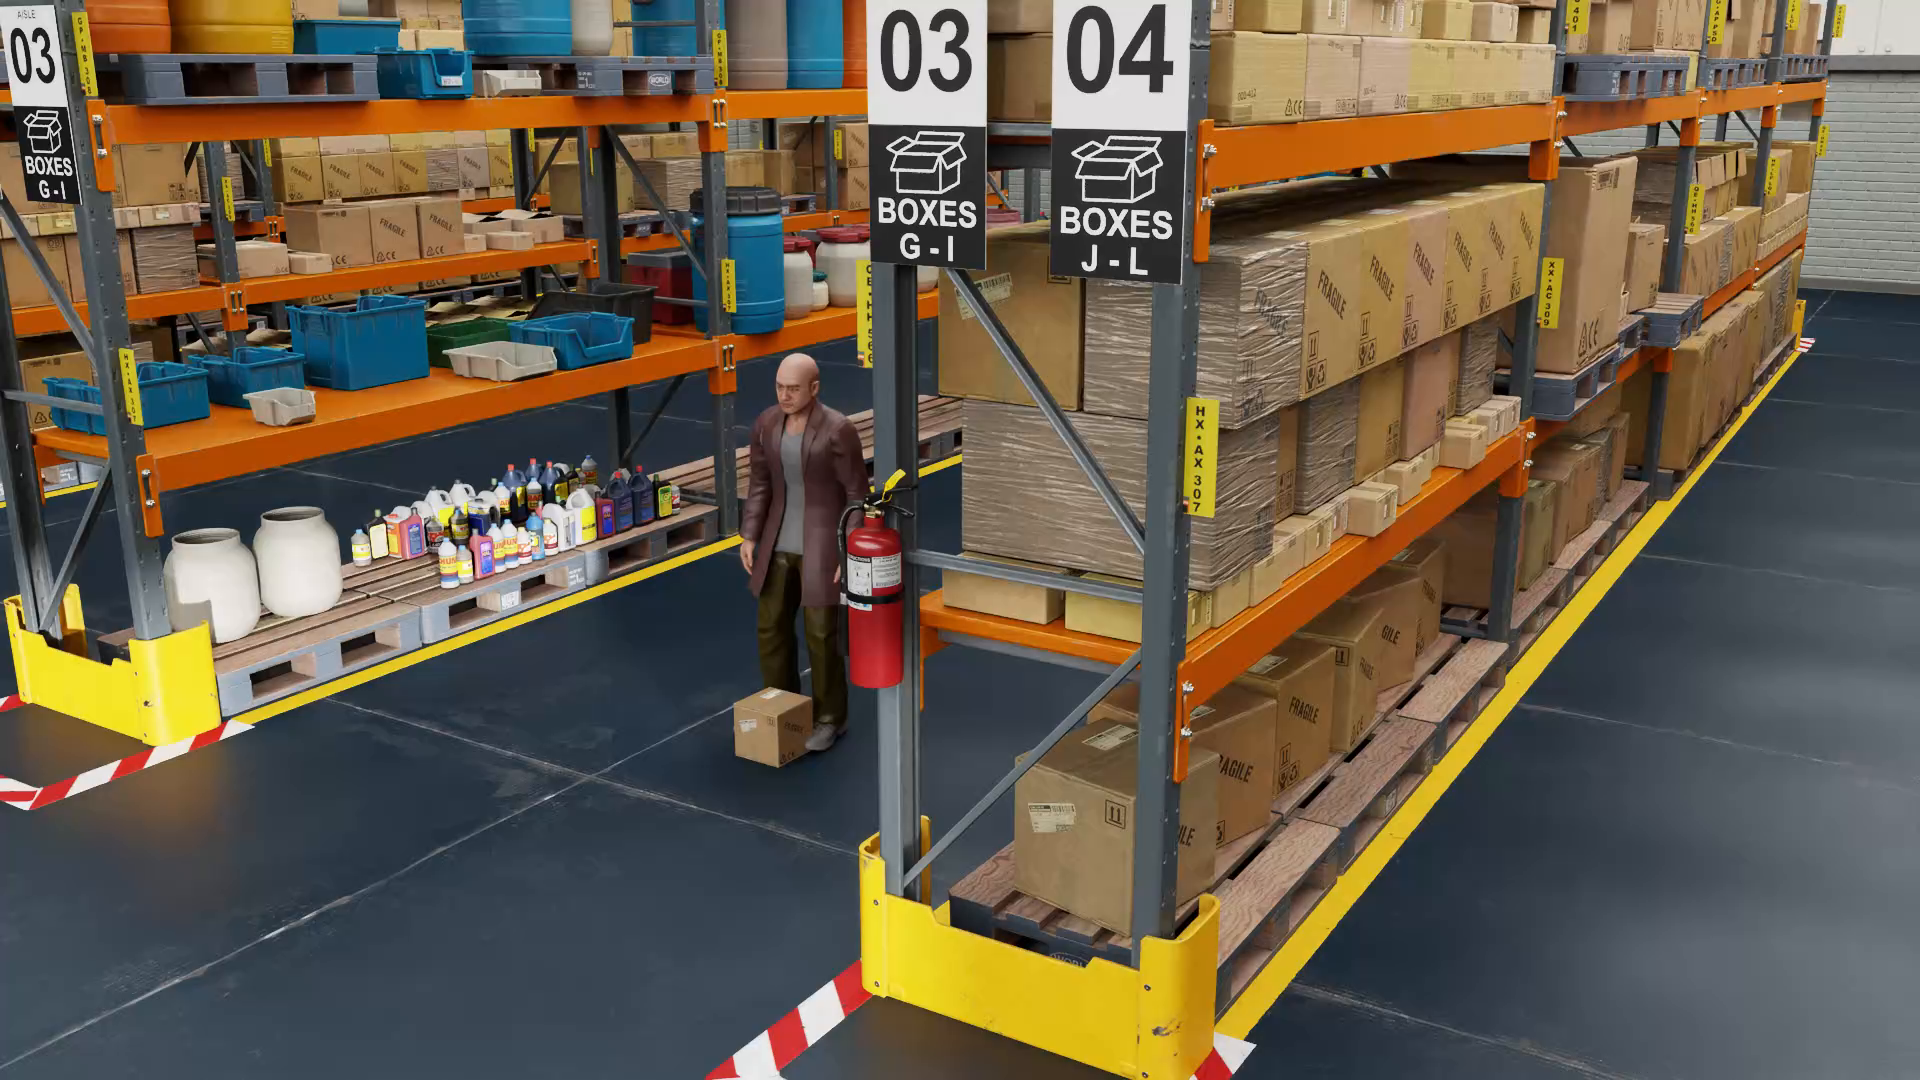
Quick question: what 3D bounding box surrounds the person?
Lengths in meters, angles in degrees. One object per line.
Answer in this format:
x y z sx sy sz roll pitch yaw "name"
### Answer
-0.694 0.043 7.407 0.654 1.774 0.420 9 18 27 "person"
